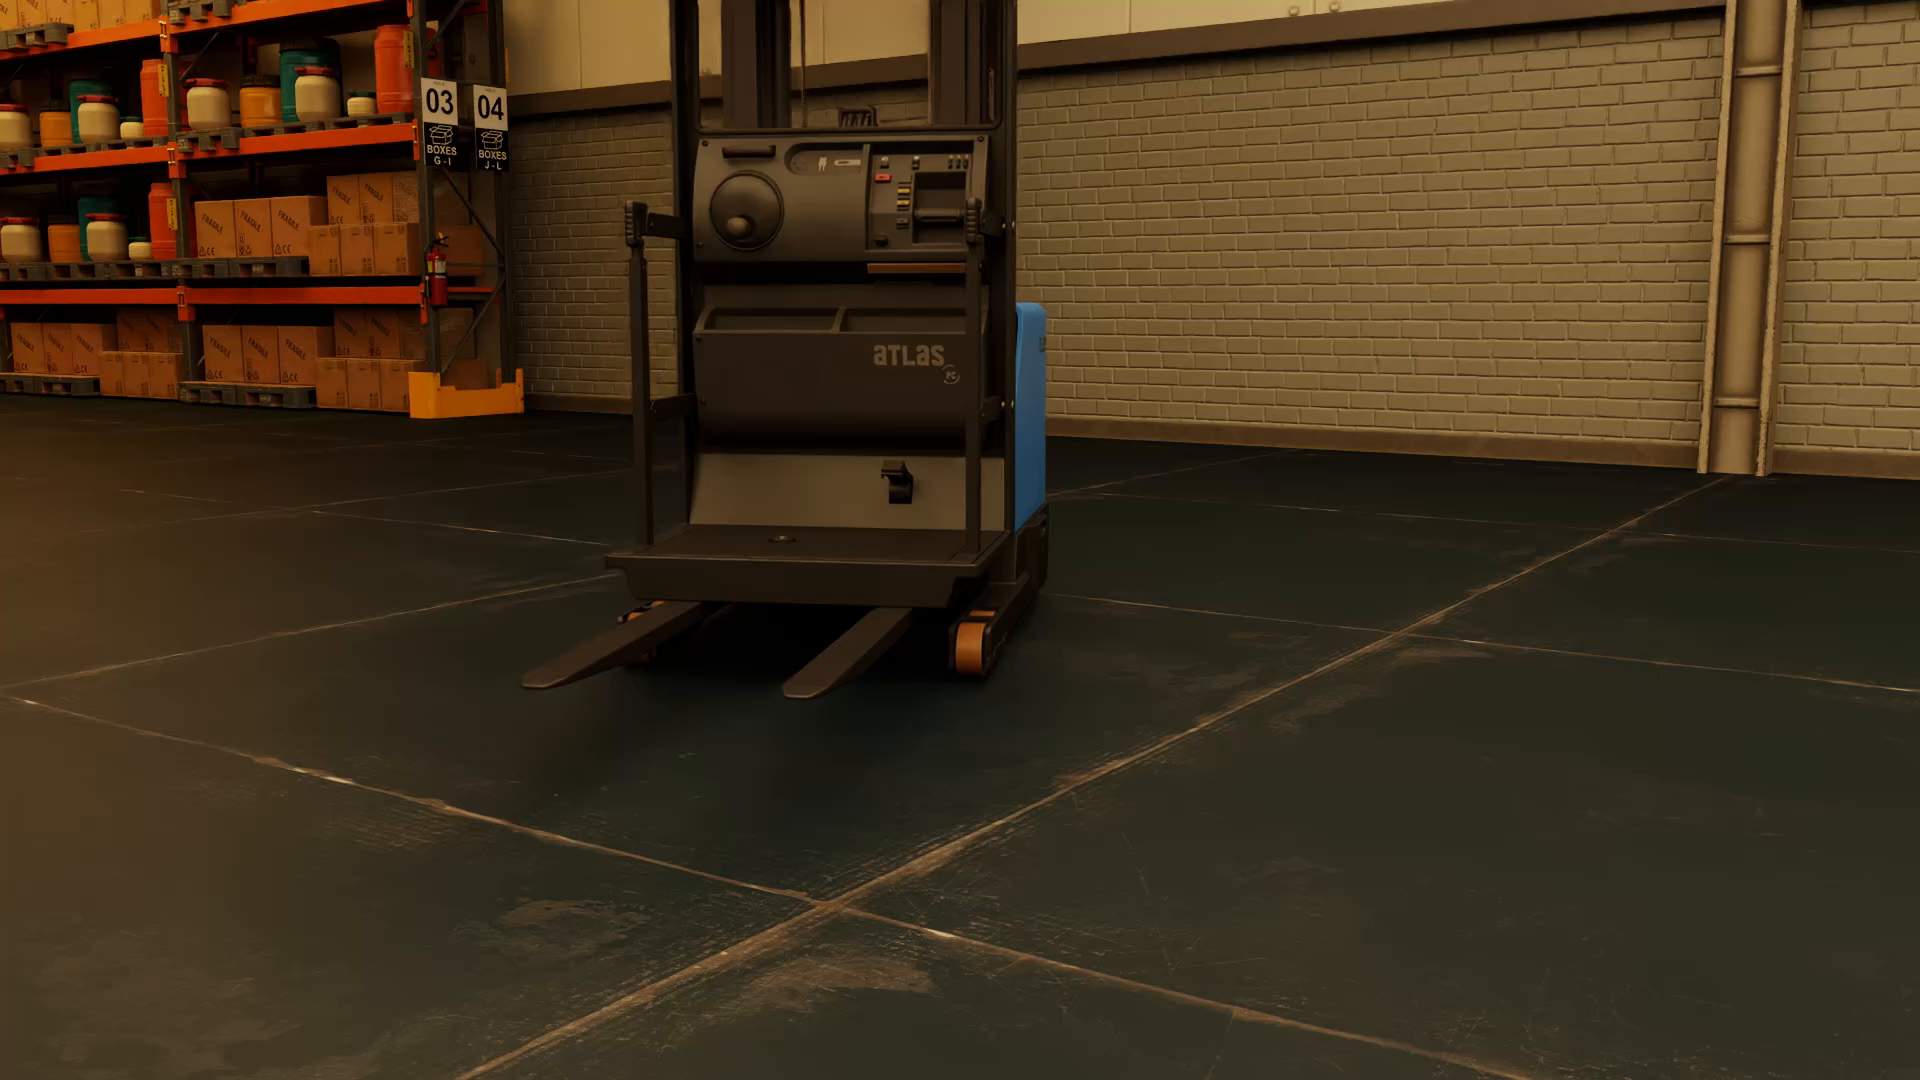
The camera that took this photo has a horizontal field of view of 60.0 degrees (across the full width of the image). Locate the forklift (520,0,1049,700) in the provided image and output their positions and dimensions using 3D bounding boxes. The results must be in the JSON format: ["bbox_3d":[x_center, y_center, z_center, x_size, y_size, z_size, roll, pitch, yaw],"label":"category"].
[{"bbox_3d":[-0.407,-1.106,4.971,1.130,2.935,3.031,1,8,9],"label":"forklift"}]
